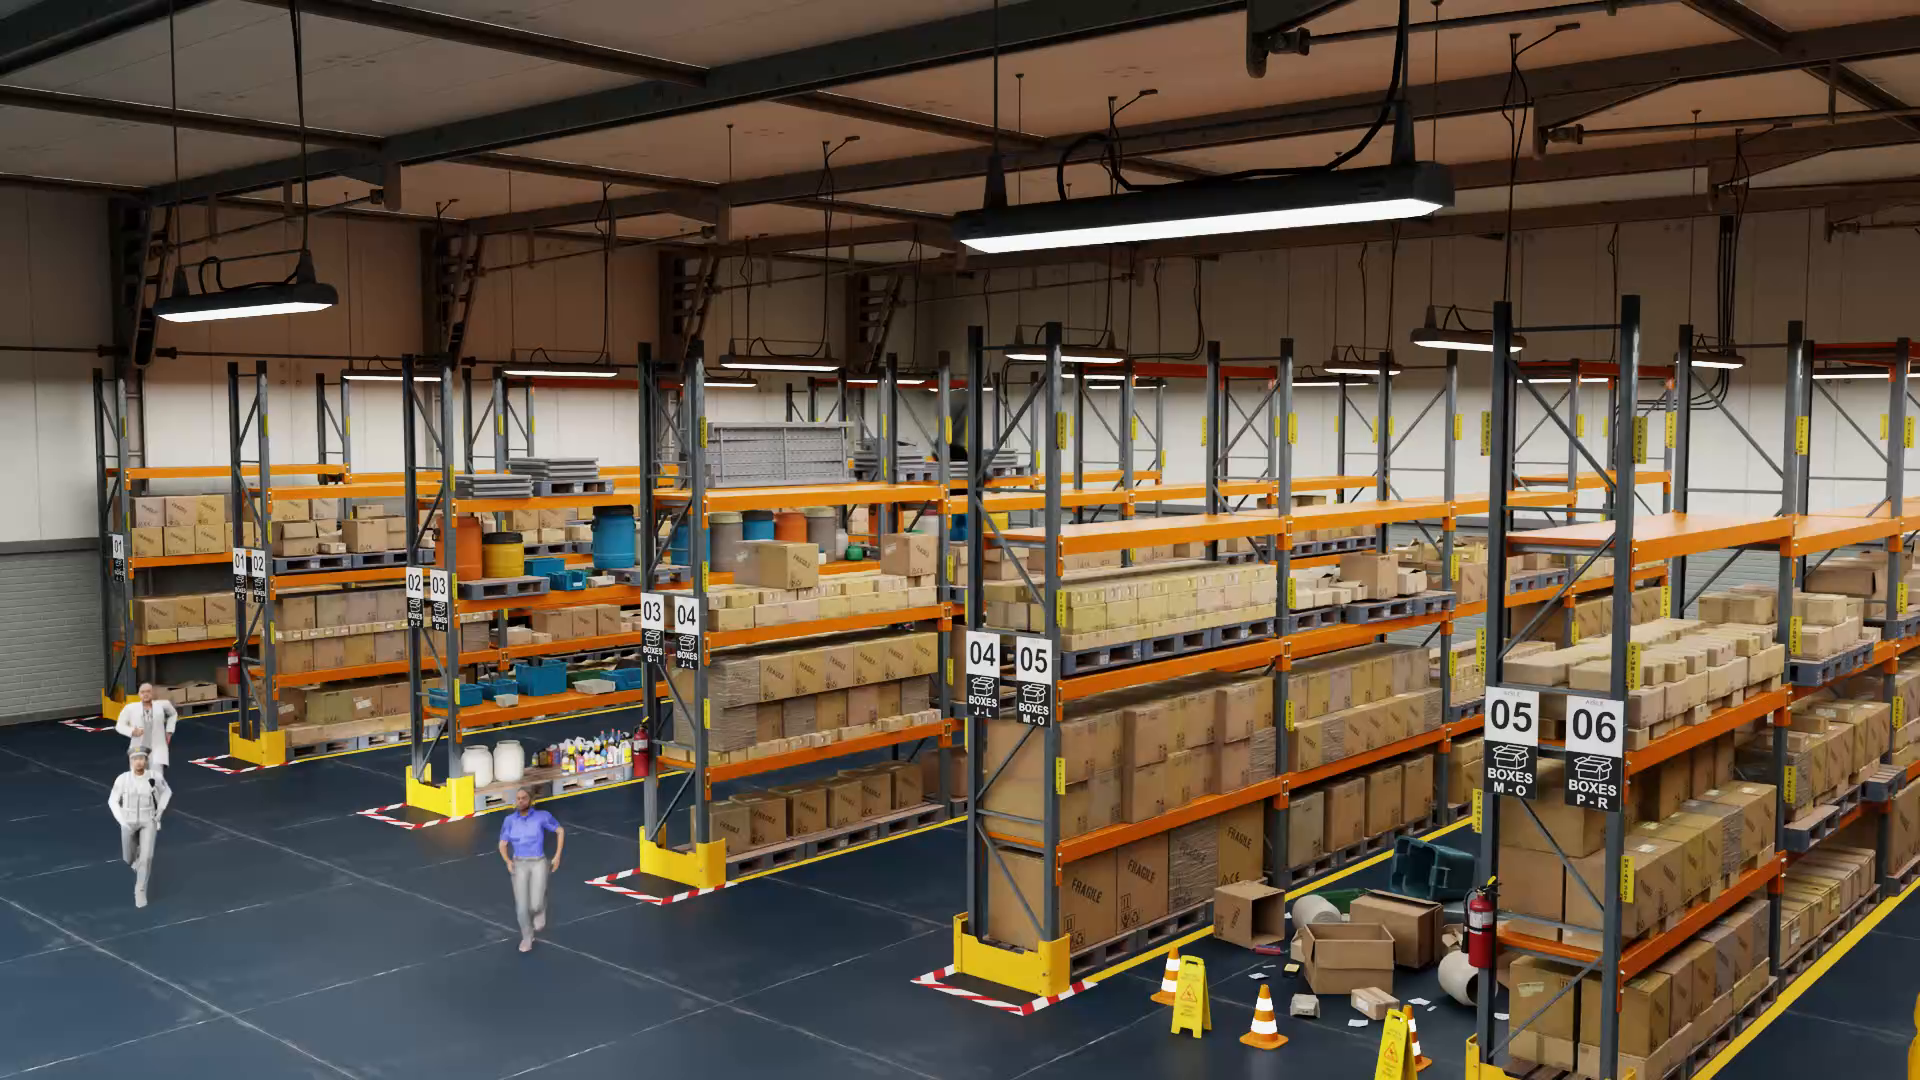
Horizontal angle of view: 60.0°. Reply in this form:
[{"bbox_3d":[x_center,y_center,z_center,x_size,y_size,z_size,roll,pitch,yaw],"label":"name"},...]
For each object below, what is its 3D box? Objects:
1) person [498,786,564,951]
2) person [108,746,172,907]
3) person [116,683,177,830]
[{"bbox_3d":[-4.164,3.186,16.092,0.598,1.616,0.610,0,4,-2],"label":"person"},{"bbox_3d":[-8.838,3.038,17.939,0.607,1.678,0.893,-1,4,-19],"label":"person"},{"bbox_3d":[-10.389,2.830,21.263,0.669,1.631,1.102,-1,4,-17],"label":"person"}]
